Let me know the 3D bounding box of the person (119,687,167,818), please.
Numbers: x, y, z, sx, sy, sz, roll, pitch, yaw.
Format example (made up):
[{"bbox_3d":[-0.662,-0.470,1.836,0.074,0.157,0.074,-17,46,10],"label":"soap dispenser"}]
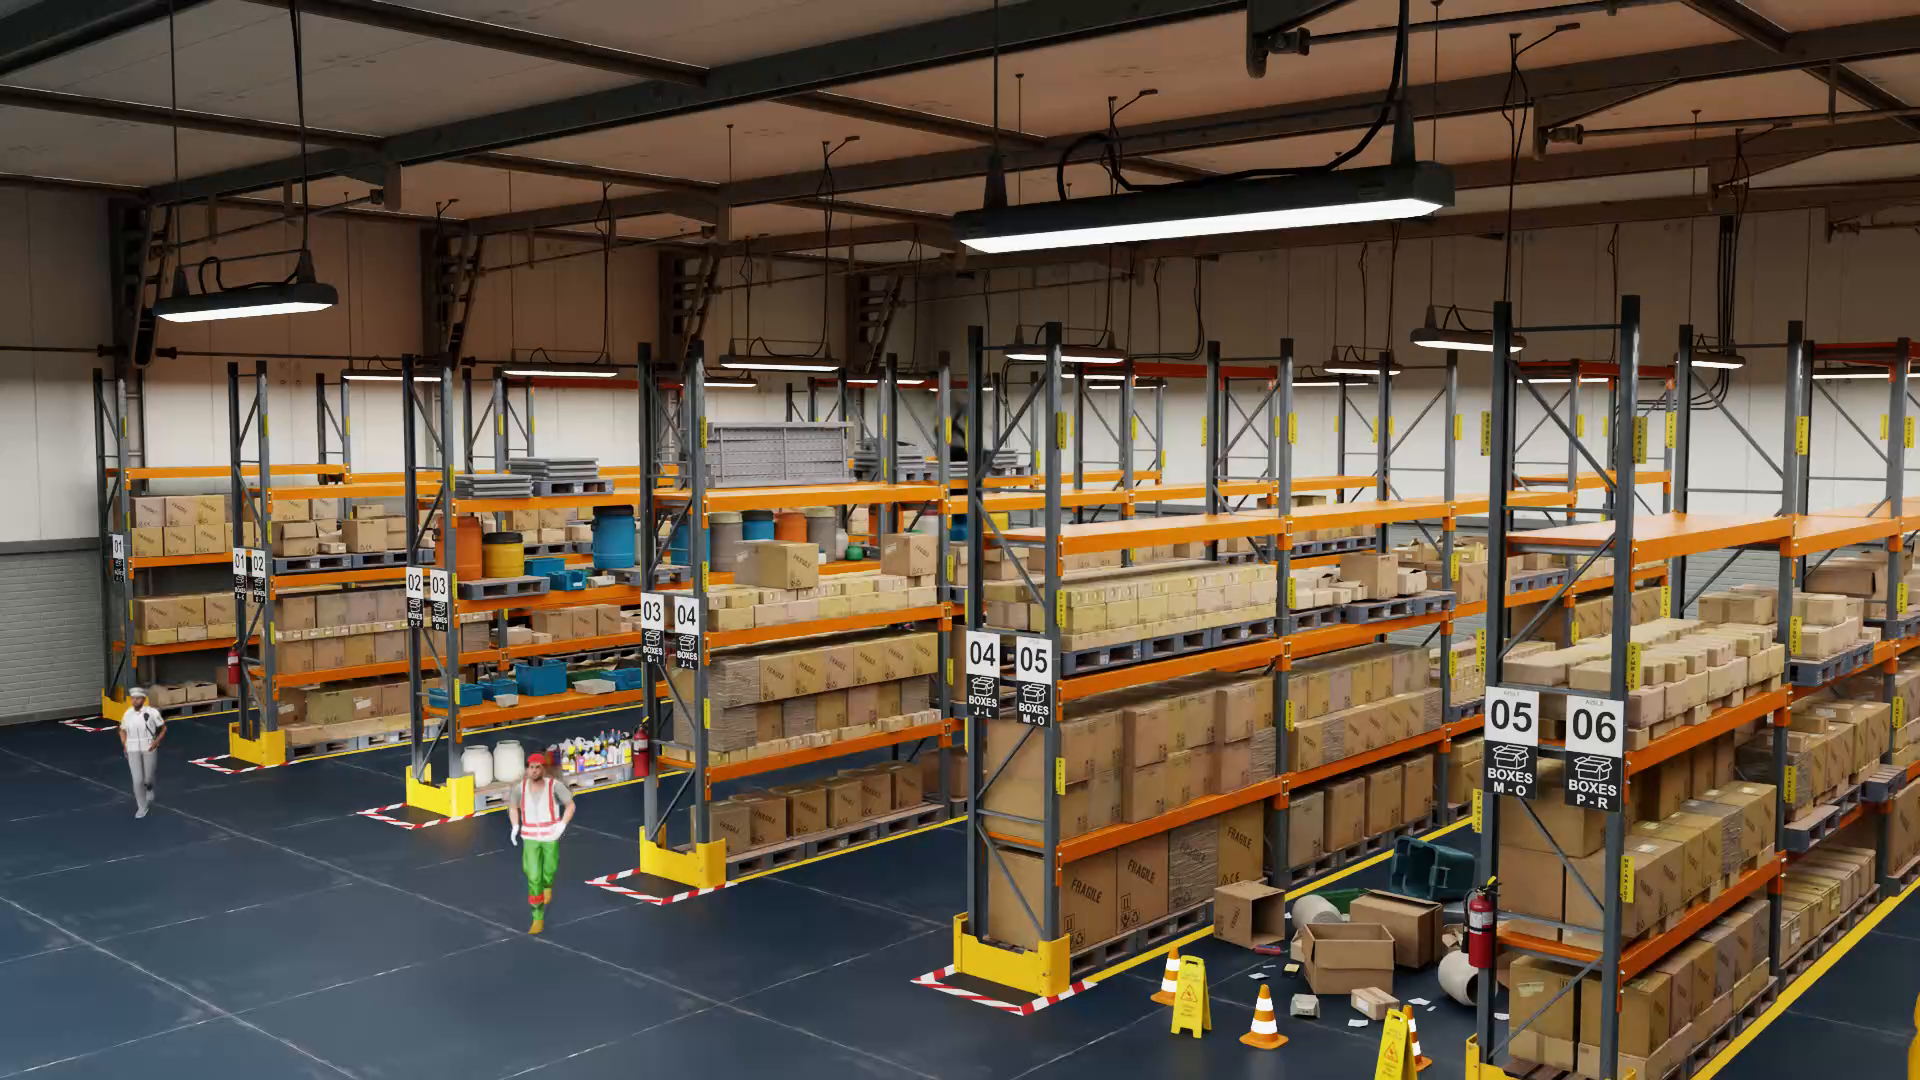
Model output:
[{"bbox_3d":[-10.677,2.745,21.726,0.576,1.683,0.591,-1,4,-14],"label":"person"}]

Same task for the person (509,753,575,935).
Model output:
[{"bbox_3d":[-4.261,3.040,16.977,0.670,1.790,0.786,0,4,-7],"label":"person"}]

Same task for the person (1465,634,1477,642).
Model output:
[{"bbox_3d":[8.266,2.353,26.781,0.706,1.678,0.688,-4,6,-43],"label":"person"}]
